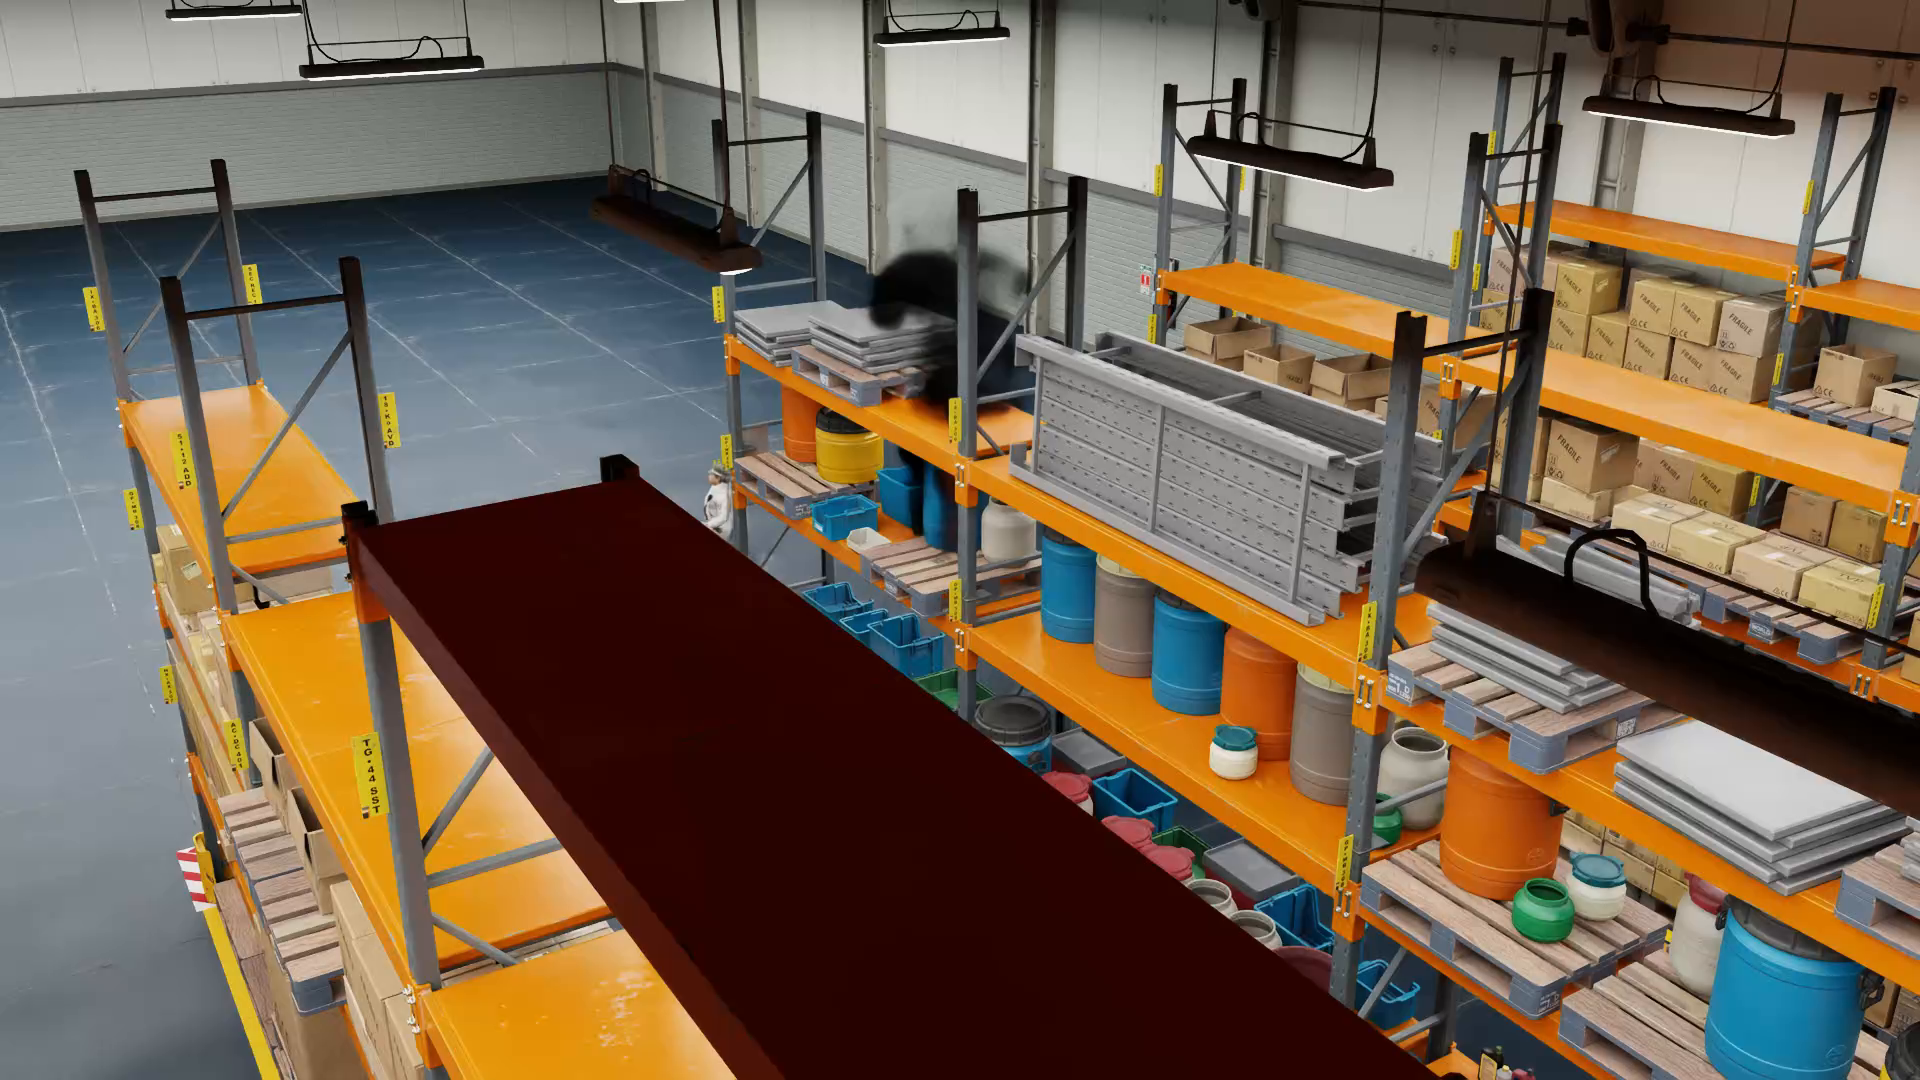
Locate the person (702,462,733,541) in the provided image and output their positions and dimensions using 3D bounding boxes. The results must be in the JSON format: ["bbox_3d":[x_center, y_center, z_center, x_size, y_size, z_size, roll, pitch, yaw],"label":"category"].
[{"bbox_3d":[-2.820,-0.137,19.541,0.543,1.644,0.629,-3,22,-7],"label":"person"}]
